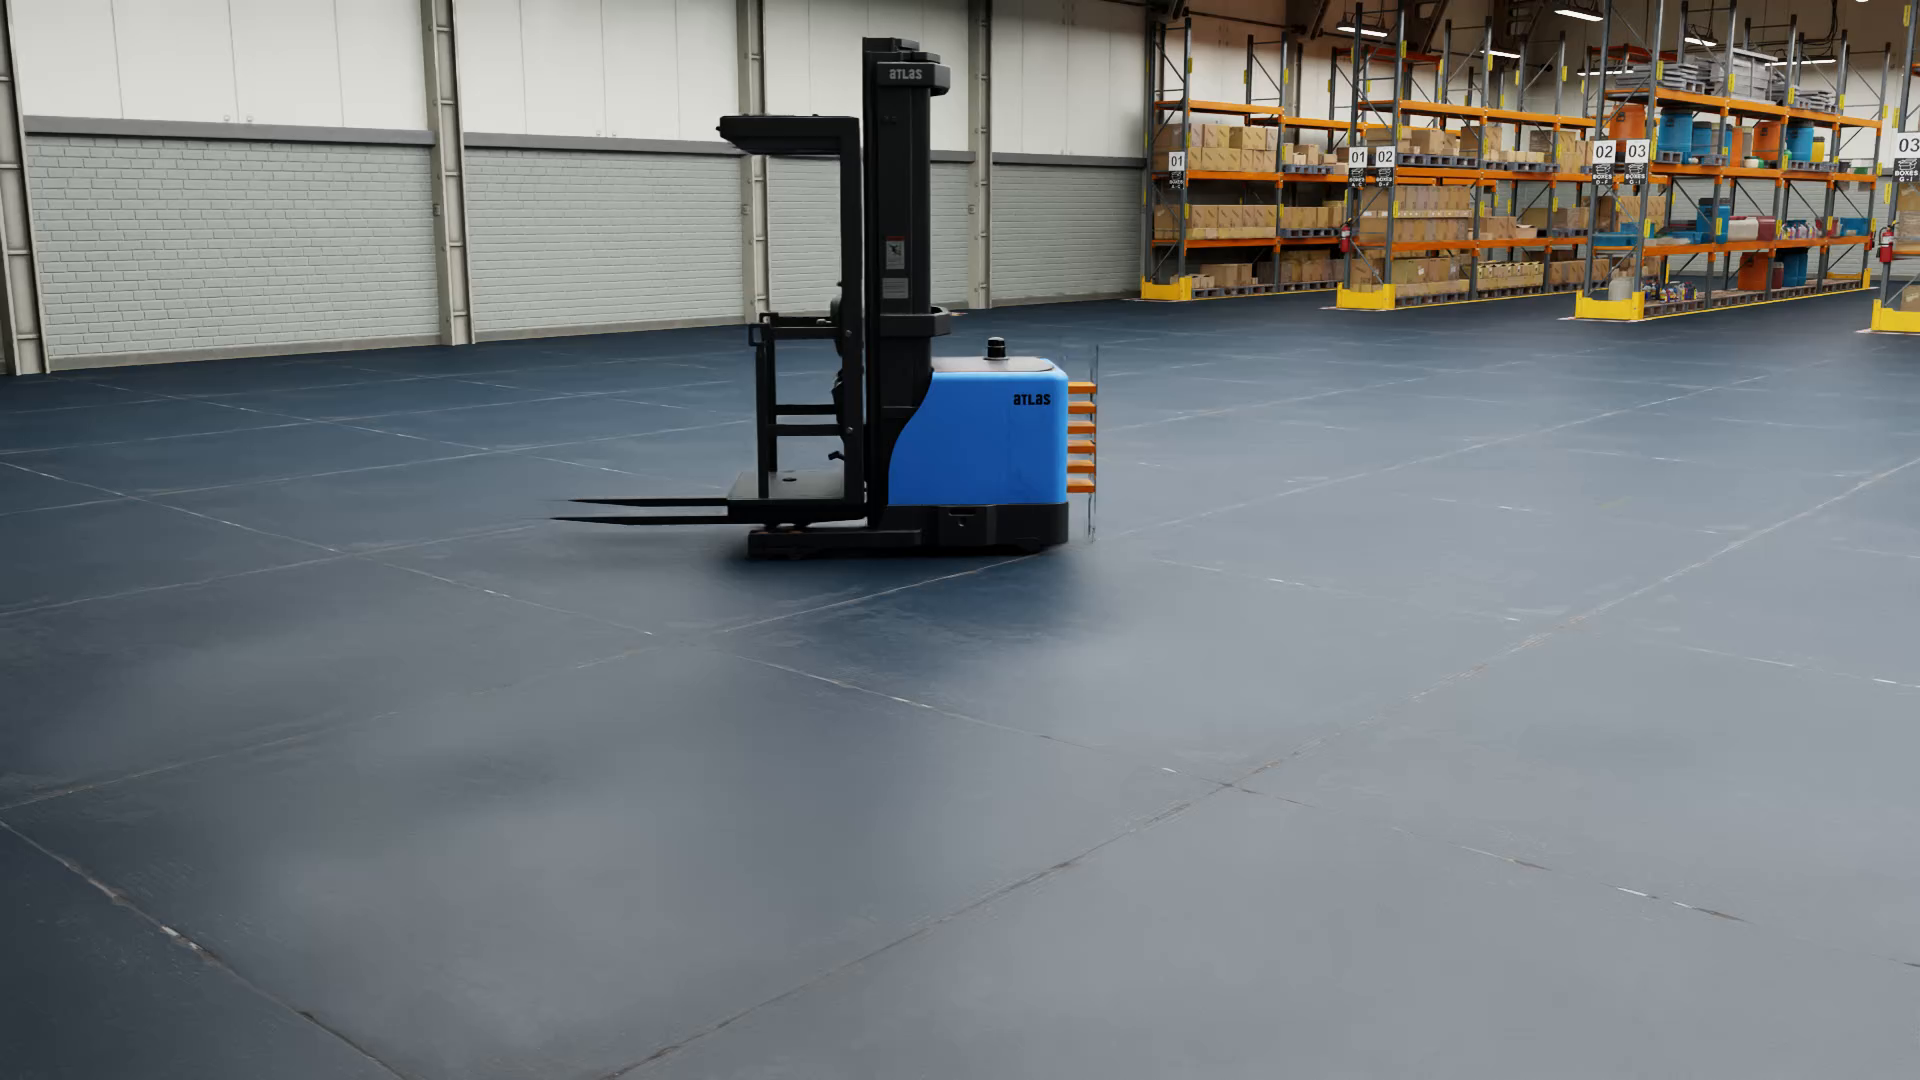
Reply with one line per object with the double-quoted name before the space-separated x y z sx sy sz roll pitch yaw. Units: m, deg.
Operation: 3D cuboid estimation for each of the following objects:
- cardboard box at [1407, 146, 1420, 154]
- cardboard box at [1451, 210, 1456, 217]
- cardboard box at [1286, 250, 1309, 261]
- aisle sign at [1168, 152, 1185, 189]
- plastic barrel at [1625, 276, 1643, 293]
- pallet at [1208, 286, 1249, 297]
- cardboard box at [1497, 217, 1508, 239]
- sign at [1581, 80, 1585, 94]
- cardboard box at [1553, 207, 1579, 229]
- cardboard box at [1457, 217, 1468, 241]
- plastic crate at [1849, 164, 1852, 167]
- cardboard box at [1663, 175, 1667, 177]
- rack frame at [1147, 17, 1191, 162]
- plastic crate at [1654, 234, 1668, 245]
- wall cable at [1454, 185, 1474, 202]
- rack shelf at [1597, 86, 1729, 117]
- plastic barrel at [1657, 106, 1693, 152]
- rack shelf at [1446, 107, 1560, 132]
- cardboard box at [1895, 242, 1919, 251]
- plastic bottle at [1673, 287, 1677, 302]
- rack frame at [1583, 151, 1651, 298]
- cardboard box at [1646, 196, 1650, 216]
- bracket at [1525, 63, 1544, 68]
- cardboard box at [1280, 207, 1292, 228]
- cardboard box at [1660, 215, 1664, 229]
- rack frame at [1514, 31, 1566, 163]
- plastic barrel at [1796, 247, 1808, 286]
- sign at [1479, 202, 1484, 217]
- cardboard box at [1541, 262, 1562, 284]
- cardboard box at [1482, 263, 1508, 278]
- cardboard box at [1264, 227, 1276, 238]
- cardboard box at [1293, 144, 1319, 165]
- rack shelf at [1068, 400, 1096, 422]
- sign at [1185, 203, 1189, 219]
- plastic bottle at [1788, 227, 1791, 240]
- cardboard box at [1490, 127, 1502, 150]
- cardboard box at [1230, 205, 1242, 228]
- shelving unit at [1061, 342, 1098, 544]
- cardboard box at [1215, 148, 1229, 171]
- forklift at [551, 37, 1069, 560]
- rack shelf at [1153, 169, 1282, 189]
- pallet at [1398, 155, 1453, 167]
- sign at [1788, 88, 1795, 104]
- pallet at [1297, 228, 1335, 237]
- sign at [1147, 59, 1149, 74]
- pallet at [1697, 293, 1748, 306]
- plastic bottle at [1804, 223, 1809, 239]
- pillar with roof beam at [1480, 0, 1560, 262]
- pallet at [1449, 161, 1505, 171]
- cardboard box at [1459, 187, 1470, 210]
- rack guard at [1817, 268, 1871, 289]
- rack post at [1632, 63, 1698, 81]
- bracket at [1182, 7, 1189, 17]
"cardboard box" 9.181 -7.975 34.035 0.380 0.149 0.250 10 15 40
"cardboard box" 10.385 -6.977 35.571 0.380 0.149 0.250 10 15 40
"cardboard box" 8.291 -7.041 41.150 0.500 0.250 0.500 9 15 39
"aisle sign" 4.726 -8.068 36.308 0.394 0.787 0.004 10 15 40
"plastic barrel" 12.698 -4.728 31.503 0.421 0.512 0.421 0 11 0
"pallet" 5.967 -5.780 38.609 1.003 0.211 1.213 10 15 40
"cardboard box" 12.110 -7.102 37.855 0.500 0.500 0.500 10 15 40
"sign" 15.798 -11.480 42.124 0.100 0.325 0.005 10 15 40
"cardboard box" 14.631 -7.851 40.535 0.500 0.500 0.700 -9 14 -37
"cardboard box" 10.624 -6.774 36.212 0.700 0.500 0.500 9 15 39
"plastic crate" 22.088 -9.302 41.799 0.497 0.269 0.590 10 15 40
"cardboard box" 18.692 -9.844 44.564 0.500 0.250 0.500 10 15 40
"rack frame" 4.548 -9.784 36.223 1.000 3.000 0.127 10 15 40
"plastic crate" 13.522 -5.883 32.547 0.450 0.188 0.662 10 15 40
"wall cable" 15.245 -10.005 50.052 0.084 1.984 1.851 10 15 40
"rack shelf" 13.310 -8.249 31.392 1.077 0.370 4.000 10 15 40
"plastic barrel" 13.893 -7.940 32.296 0.600 0.901 0.708 10 15 40
"rack shelf" 12.232 -9.478 37.548 1.077 0.370 4.000 10 15 40
"cardboard box" 15.744 -4.866 27.559 0.380 0.149 0.250 10 15 40
"plastic bottle" 13.847 -4.761 32.231 0.097 0.271 0.097 0 11 0
"rack frame" 11.990 -5.561 30.397 1.000 3.000 0.127 10 15 40
"cardboard box" 17.736 -8.768 43.643 0.500 0.500 0.500 10 15 42
"bracket" 17.958 -14.689 51.591 0.076 0.066 3.189 10 15 40
"cardboard box" 7.550 -7.766 40.057 0.700 0.500 0.500 10 15 41
"cardboard box" 18.742 -8.504 44.876 0.500 0.500 0.500 10 15 42
"rack frame" 13.553 -10.321 38.912 1.000 3.000 0.127 10 15 40
"plastic barrel" 19.539 -6.426 39.011 0.600 0.901 0.708 10 15 40
"sign" 11.330 -7.183 36.102 0.100 0.325 0.005 10 15 40
"cardboard box" 14.068 -6.399 39.851 0.500 0.500 0.500 11 15 43
"cardboard box" 12.047 -6.101 37.617 0.500 0.311 0.500 9 14 38
"cardboard box" 7.104 -7.258 39.224 0.500 0.250 0.500 10 15 40
"cardboard box" 8.424 -9.408 40.671 0.500 0.500 0.500 9 14 38
"rack shelf" 0.717 -0.778 10.046 0.180 0.103 0.258 -1 11 -3
"sign" 4.956 -7.197 36.374 0.100 0.325 0.005 10 15 40
"plastic bottle" 18.507 -6.847 37.161 0.097 0.271 0.097 0 11 0
"cardboard box" 11.707 -8.934 37.022 0.500 0.500 0.500 -10 15 -42
"cardboard box" 6.100 -7.402 38.029 0.500 0.500 0.500 10 15 42
"shelving unit" 0.717 -0.586 10.084 0.189 1.200 0.258 -1 11 -3
"cardboard box" 5.678 -8.540 37.347 0.500 0.500 0.500 11 16 43
"forklift" -0.896 -1.429 9.883 3.031 2.935 1.130 -1 11 -3
"rack shelf" 5.868 -8.255 38.060 1.077 0.370 4.000 10 15 40
"pallet" 9.563 -7.911 34.728 1.003 0.211 1.213 10 15 40
"sign" 17.689 -9.452 35.383 0.100 0.325 0.005 10 15 40
"pallet" 8.553 -7.629 41.237 1.003 0.211 1.213 10 15 40
"sign" 4.145 -10.395 36.490 0.100 0.325 0.005 10 15 40
"pallet" 15.925 -5.083 35.123 1.003 0.211 1.213 10 15 40
"plastic bottle" 19.428 -7.098 38.216 0.144 0.351 0.185 10 15 40
"pillar with roof beam" 19.476 -12.091 47.771 9.100 9.000 0.548 10 15 40
"pallet" 11.485 -8.299 36.936 0.805 0.209 1.217 9 14 38
"cardboard box" 10.624 -7.410 36.085 0.700 0.500 0.500 10 15 41
"rack guard" 22.558 -6.695 42.454 1.175 0.500 0.348 10 15 40
"rack post" 13.246 -8.755 31.264 0.937 0.300 0.954 9 15 39
"bracket" 4.901 -11.779 37.022 0.235 0.232 0.430 10 15 40
